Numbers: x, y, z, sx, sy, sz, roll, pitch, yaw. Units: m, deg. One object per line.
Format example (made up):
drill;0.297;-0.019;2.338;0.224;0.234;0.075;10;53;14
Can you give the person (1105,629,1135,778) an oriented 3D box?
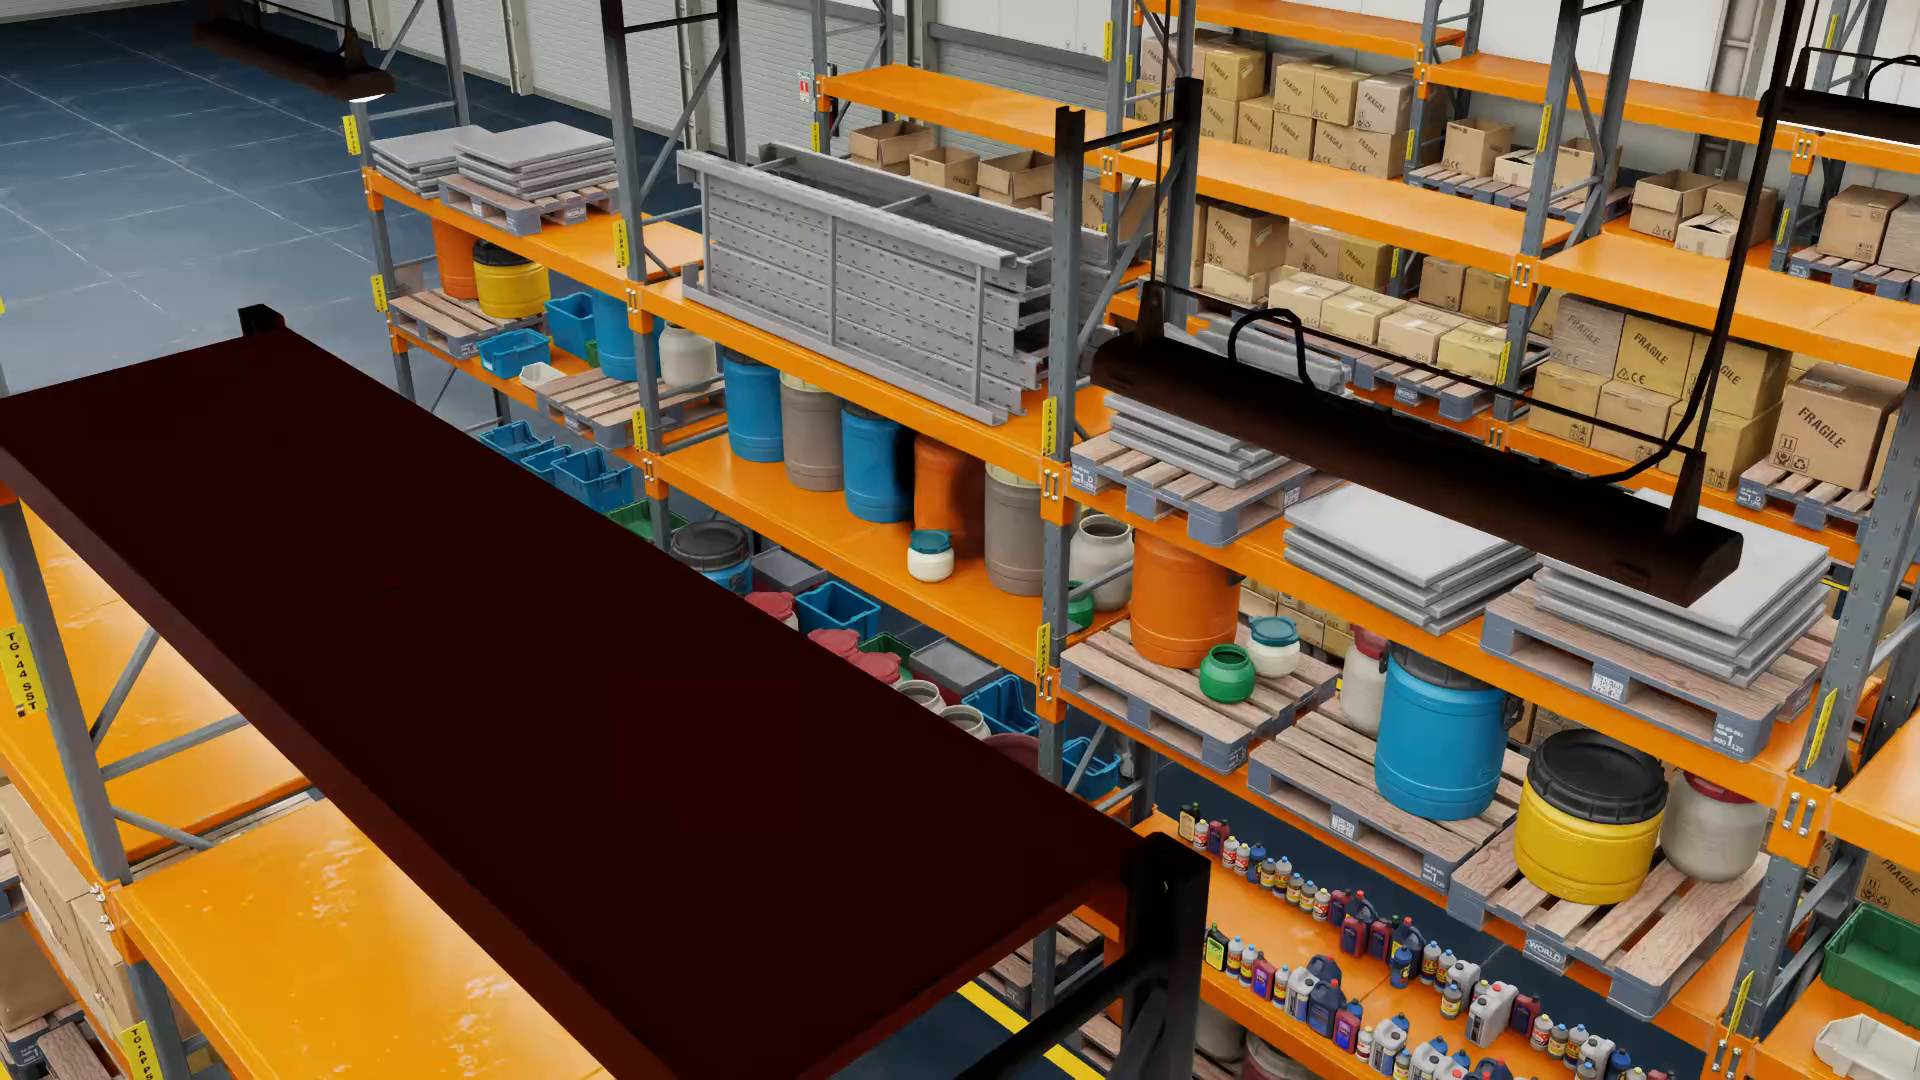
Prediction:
person;1.348;1.003;13.067;0.589;1.754;0.602;-4;28;-7
